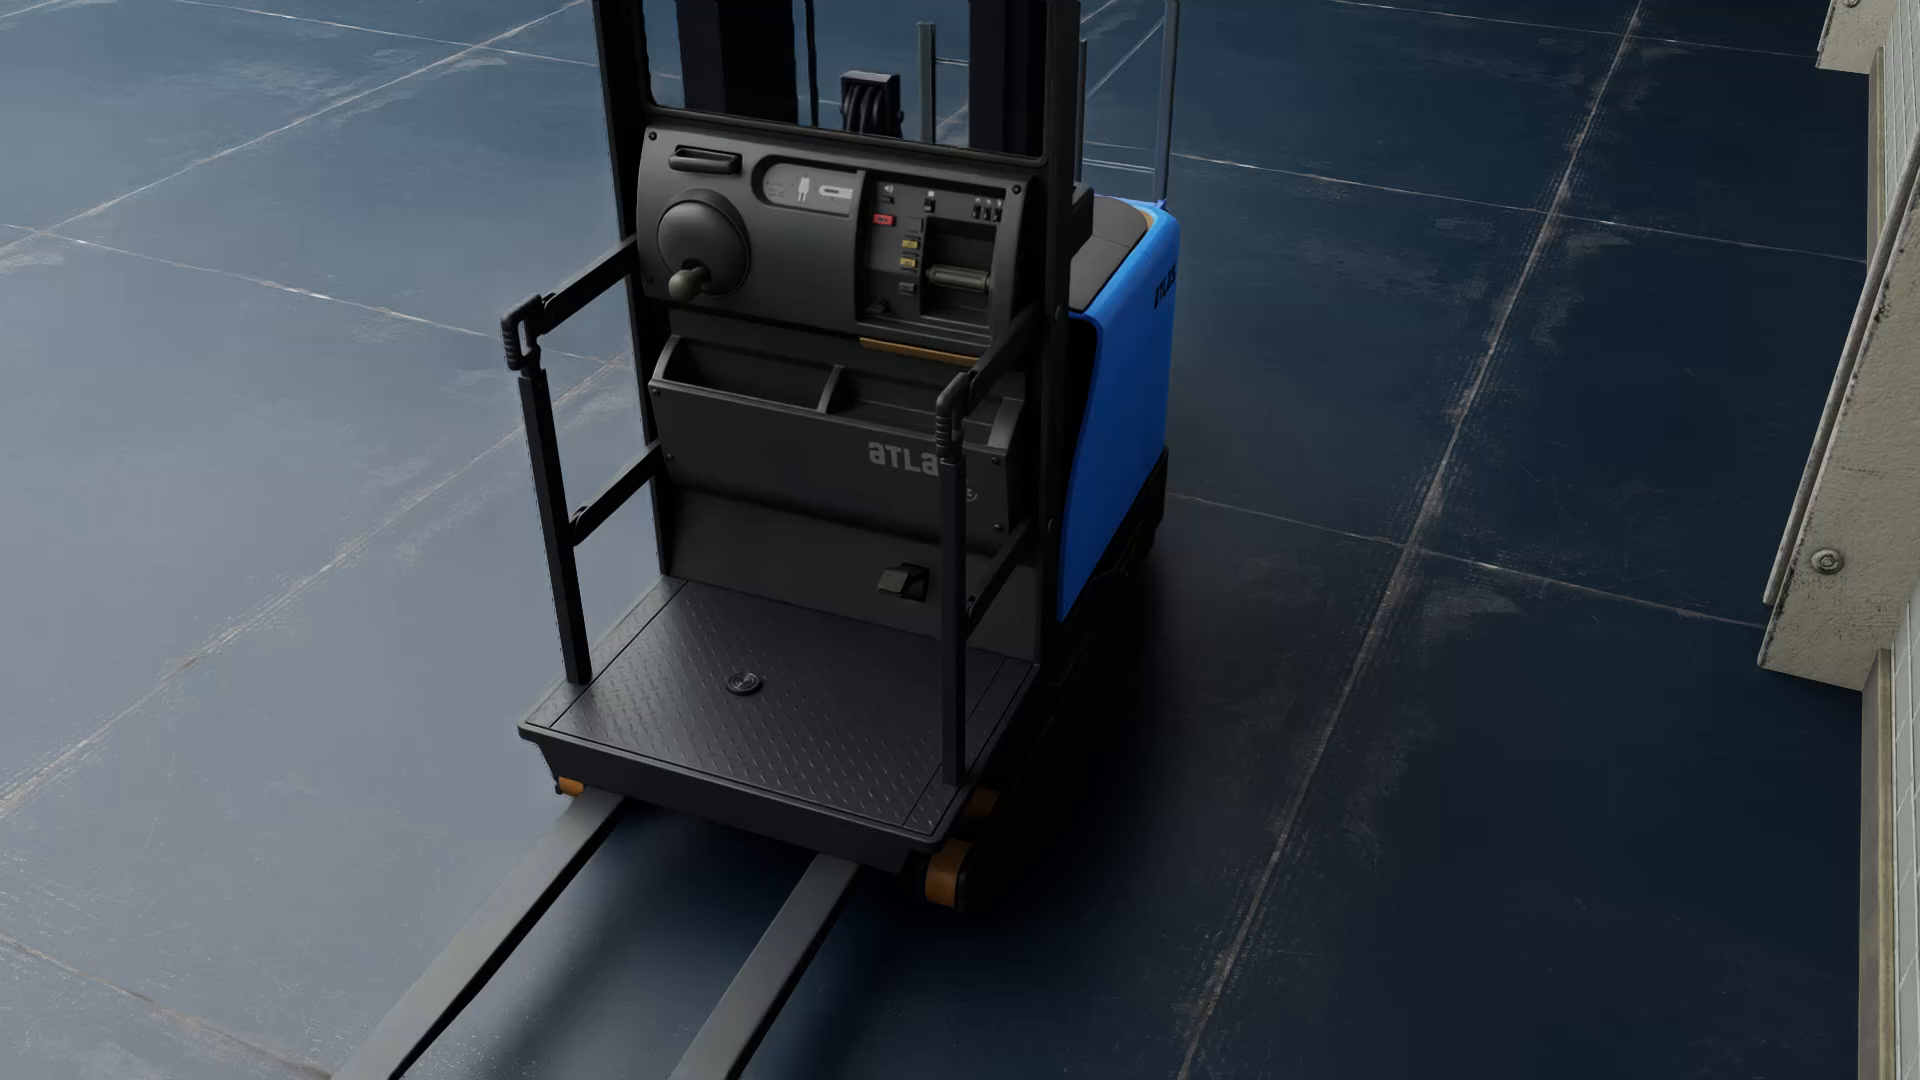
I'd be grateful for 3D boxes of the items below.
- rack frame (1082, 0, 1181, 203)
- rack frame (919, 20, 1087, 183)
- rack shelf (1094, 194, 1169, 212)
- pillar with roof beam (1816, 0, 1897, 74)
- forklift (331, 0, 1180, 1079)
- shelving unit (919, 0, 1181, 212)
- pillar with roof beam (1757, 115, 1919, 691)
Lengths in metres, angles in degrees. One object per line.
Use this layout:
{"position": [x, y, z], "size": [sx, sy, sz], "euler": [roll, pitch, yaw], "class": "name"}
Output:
{"position": [0.496, -1.336, 5.920], "size": [0.500, 1.500, 0.032], "euler": [12, 35, 18], "class": "rack frame"}
{"position": [0.119, -0.819, 5.131], "size": [0.500, 1.500, 0.032], "euler": [12, 35, 18], "class": "rack frame"}
{"position": [0.307, -0.927, 5.624], "size": [0.538, 0.185, 1.000], "euler": [12, 35, 18], "class": "rack shelf"}
{"position": [1.079, -7.445, 8.398], "size": [9.100, 9.000, 0.400], "euler": [14, 36, 20], "class": "pillar with roof beam"}
{"position": [-0.376, -0.621, 3.524], "size": [1.130, 2.935, 3.031], "euler": [12, 35, 18], "class": "forklift"}
{"position": [0.307, -1.077, 5.525], "size": [0.538, 1.500, 1.048], "euler": [12, 35, 18], "class": "shelving unit"}
{"position": [-1.431, -4.457, 3.841], "size": [9.100, 9.000, 0.400], "euler": [14, 36, 20], "class": "pillar with roof beam"}
